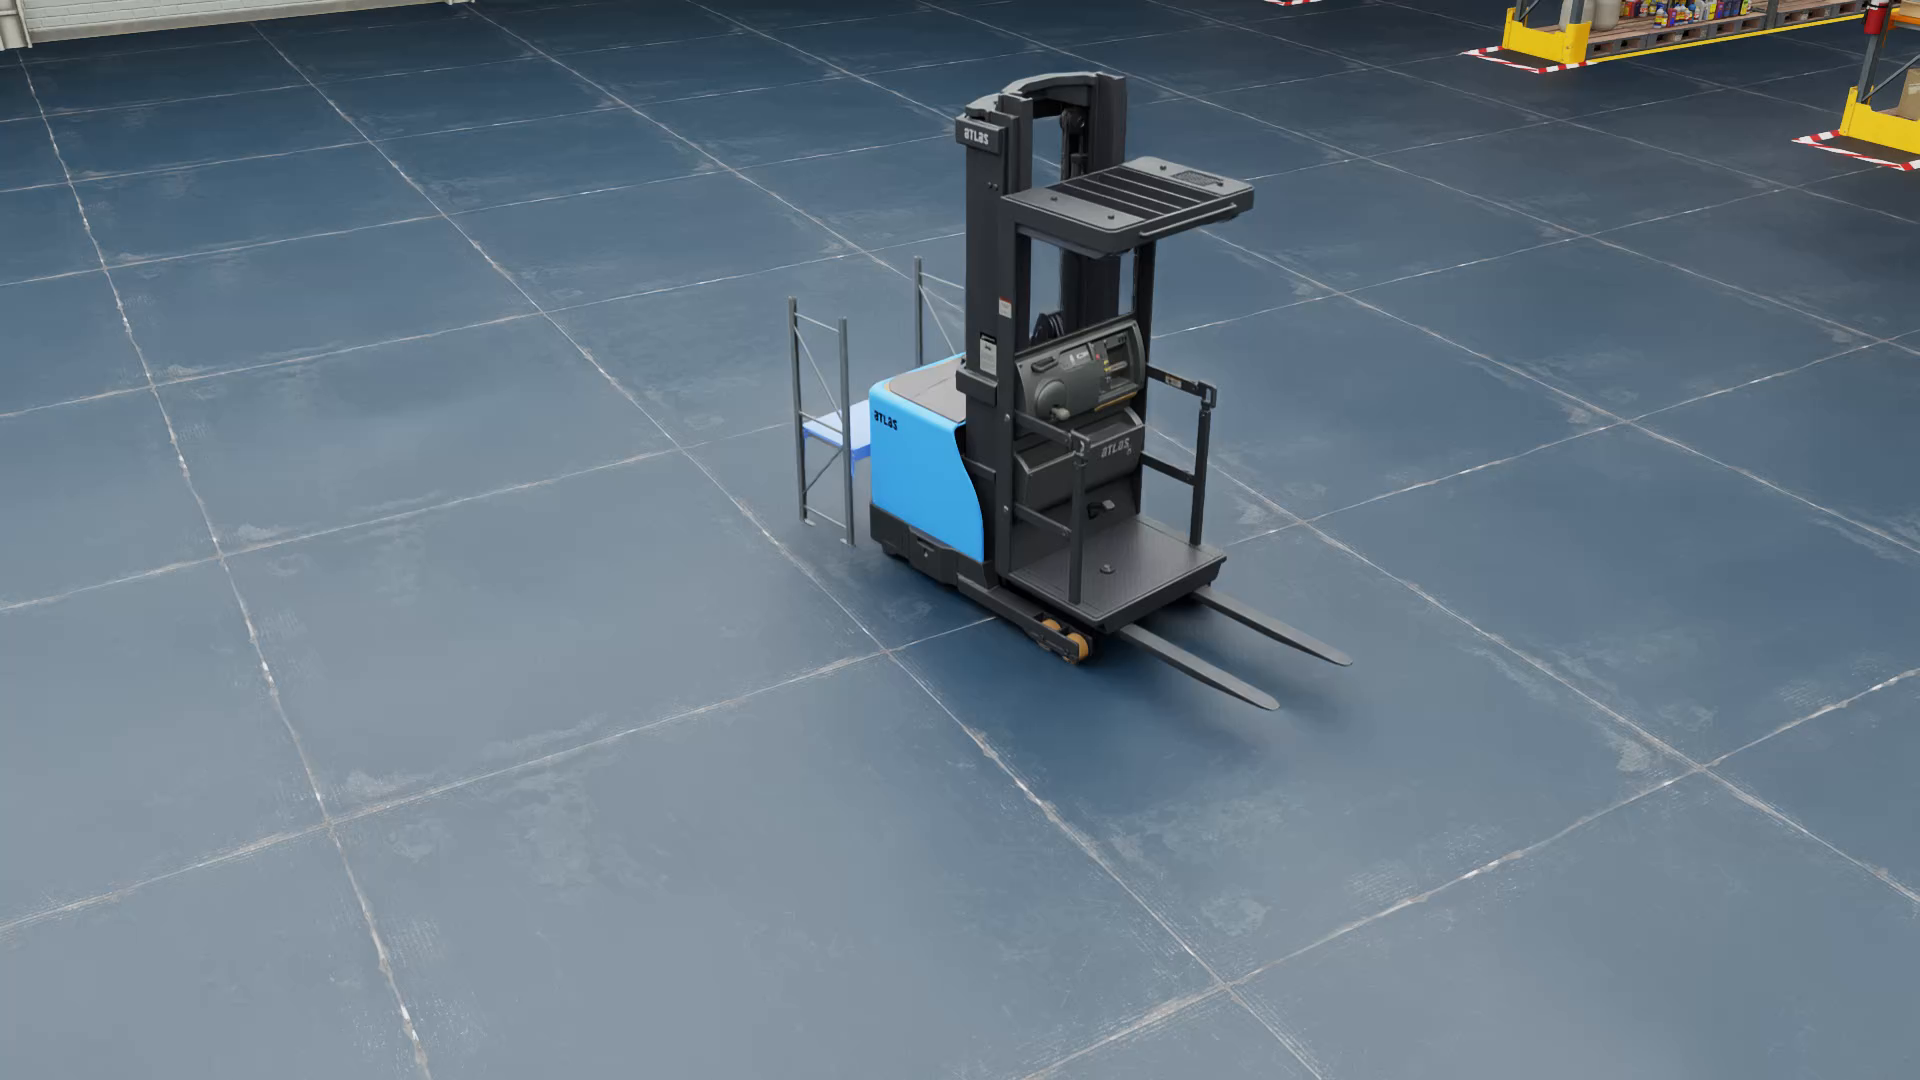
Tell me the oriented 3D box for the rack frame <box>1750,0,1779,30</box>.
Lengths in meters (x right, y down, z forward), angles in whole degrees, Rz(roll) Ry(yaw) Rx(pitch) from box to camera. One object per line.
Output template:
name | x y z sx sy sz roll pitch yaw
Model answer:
rack frame | 11.109 -8.679 22.970 0.127 3.000 1.000 -16 33 -26

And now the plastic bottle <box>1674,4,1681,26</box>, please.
plastic bottle | 9.677 -7.096 22.469 0.097 0.271 0.097 0 29 0

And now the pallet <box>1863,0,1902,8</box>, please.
pallet | 13.870 -8.263 25.103 1.213 0.211 1.003 -16 33 -26

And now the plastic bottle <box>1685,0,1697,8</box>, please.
plastic bottle | 10.276 -7.627 23.350 0.185 0.351 0.144 -16 33 -26

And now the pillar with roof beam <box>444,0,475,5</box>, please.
pillar with roof beam | -5.359 -10.254 19.615 0.400 9.000 9.100 -16 33 -26

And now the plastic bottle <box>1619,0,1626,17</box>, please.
plastic bottle | 9.113 -7.371 22.957 0.133 0.283 0.061 -15 32 -25

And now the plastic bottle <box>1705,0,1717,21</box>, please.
plastic bottle | 10.256 -7.308 22.772 0.185 0.351 0.144 -16 33 -27

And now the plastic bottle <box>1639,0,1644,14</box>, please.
plastic bottle | 9.372 -7.416 23.045 0.135 0.276 0.152 -17 33 -28

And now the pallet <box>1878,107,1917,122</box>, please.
pallet | 10.953 -4.618 18.498 1.213 0.211 1.003 -16 33 -26

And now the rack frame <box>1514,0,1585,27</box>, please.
rack frame | 7.660 -7.700 21.195 0.127 3.000 1.000 -16 33 -26

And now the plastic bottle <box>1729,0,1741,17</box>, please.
plastic bottle | 10.700 -7.434 23.000 0.185 0.351 0.144 -17 33 -28

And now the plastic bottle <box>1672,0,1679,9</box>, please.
plastic bottle | 10.040 -7.641 23.375 0.185 0.351 0.144 -17 33 -28

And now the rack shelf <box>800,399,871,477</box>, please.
rack shelf | -0.471 -0.717 10.467 1.000 0.185 0.538 -25 38 -38

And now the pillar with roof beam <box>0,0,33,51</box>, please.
pillar with roof beam | -10.532 -8.785 16.954 0.400 9.000 9.100 -16 33 -26

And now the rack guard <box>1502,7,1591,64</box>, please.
rack guard | 7.702 -6.643 21.869 0.348 0.500 1.175 -16 33 -26

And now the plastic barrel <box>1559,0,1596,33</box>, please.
plastic barrel | 8.189 -6.987 22.045 0.421 0.512 0.421 0 29 0

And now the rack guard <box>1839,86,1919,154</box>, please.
rack guard | 10.235 -4.560 18.094 0.348 0.500 1.175 -16 33 -26

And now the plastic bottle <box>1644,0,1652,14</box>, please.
plastic bottle | 9.513 -7.491 23.104 0.185 0.351 0.144 -14 32 -24

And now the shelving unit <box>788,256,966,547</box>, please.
shelving unit | -0.471 -0.874 10.380 1.048 1.500 0.538 -25 38 -38

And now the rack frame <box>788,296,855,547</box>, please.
rack frame | -0.835 -0.703 10.070 0.032 1.500 0.500 -25 38 -38

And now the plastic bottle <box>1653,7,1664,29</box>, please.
plastic bottle | 9.381 -7.012 22.317 0.097 0.271 0.097 0 29 0

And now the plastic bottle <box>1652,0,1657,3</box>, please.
plastic bottle | 9.674 -7.537 23.186 0.185 0.351 0.144 -16 33 -27

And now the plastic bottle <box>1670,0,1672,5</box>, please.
plastic bottle | 9.932 -7.554 23.301 0.097 0.271 0.097 0 29 0

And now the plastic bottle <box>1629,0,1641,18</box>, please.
plastic bottle | 9.307 -7.341 22.902 0.133 0.283 0.061 -16 33 -26

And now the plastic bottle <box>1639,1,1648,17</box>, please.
plastic bottle | 9.452 -7.336 22.978 0.097 0.201 0.097 0 29 0

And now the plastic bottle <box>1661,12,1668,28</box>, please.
plastic bottle | 9.471 -7.006 22.380 0.097 0.201 0.097 0 29 0

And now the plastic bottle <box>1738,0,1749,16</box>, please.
plastic bottle | 10.861 -7.427 23.057 0.133 0.283 0.061 -14 32 -24

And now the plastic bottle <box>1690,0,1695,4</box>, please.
plastic bottle | 10.059 -7.284 22.799 0.133 0.283 0.061 -16 33 -26

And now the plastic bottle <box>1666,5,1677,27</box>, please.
plastic bottle | 9.586 -7.065 22.401 0.133 0.283 0.061 -15 32 -26

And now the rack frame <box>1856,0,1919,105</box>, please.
rack frame | 10.170 -5.636 17.457 0.127 3.000 1.000 -16 33 -26

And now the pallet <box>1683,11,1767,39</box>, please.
pallet | 10.509 -7.311 23.377 1.213 0.211 1.003 -16 33 -26

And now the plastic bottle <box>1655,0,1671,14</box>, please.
plastic bottle | 9.770 -7.448 23.104 0.135 0.276 0.152 -16 33 -26

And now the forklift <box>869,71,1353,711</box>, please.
forklift | 0.807 -0.883 8.915 1.130 2.935 3.031 -24 37 -36

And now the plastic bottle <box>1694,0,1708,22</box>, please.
plastic bottle | 10.114 -7.237 22.721 0.135 0.276 0.152 -15 32 -25

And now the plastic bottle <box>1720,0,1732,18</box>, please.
plastic bottle | 10.534 -7.387 22.915 0.185 0.351 0.144 -18 33 -29

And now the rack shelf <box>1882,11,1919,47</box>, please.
rack shelf | 11.894 -5.811 18.518 4.000 0.370 1.077 -16 33 -26

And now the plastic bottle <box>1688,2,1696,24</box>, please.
plastic bottle | 9.938 -7.170 22.604 0.097 0.271 0.097 0 29 0

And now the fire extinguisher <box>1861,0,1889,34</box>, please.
fire extinguisher | 9.837 -5.766 17.772 0.183 0.674 0.296 -16 33 -26

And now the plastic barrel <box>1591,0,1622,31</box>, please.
plastic barrel | 8.621 -7.110 22.267 0.421 0.512 0.421 0 29 0

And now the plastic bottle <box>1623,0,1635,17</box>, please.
plastic bottle | 9.253 -7.382 22.984 0.135 0.276 0.152 -16 33 -26

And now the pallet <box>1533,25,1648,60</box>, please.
pallet | 8.405 -6.713 22.295 1.213 0.211 1.003 -16 33 -26

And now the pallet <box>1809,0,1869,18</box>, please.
pallet | 12.819 -7.967 24.566 1.213 0.211 1.003 -16 33 -26

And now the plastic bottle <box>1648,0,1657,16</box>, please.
plastic bottle | 9.612 -7.386 23.068 0.097 0.201 0.097 0 29 0

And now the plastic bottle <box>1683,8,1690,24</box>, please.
plastic bottle | 9.849 -7.114 22.575 0.097 0.201 0.097 0 29 0

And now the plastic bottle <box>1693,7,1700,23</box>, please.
plastic bottle | 10.026 -7.164 22.666 0.097 0.201 0.097 0 29 0

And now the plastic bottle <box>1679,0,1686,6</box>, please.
plastic bottle | 10.139 -7.566 23.322 0.097 0.271 0.097 0 29 0

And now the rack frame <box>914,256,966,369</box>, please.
rack frame | -0.106 -1.045 10.690 0.032 1.500 0.500 -25 38 -38

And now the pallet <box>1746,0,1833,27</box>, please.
pallet | 11.766 -7.666 24.021 1.213 0.211 1.003 -16 33 -26

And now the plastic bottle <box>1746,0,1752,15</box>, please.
plastic bottle | 10.954 -7.427 23.143 0.097 0.201 0.097 0 29 0

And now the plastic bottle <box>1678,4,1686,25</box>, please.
plastic bottle | 9.763 -7.120 22.514 0.097 0.271 0.097 0 29 0

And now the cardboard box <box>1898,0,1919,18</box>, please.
cardboard box | 10.311 -5.682 17.800 0.250 0.149 0.380 -16 33 -26

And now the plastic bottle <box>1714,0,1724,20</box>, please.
plastic bottle | 10.415 -7.300 22.828 0.133 0.283 0.061 -14 32 -23

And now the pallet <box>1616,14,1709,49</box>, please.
pallet | 9.456 -7.010 22.832 1.213 0.211 1.003 -16 33 -26

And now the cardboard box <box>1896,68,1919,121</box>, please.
cardboard box | 10.716 -4.872 18.224 0.500 0.500 0.500 -10 30 -17
